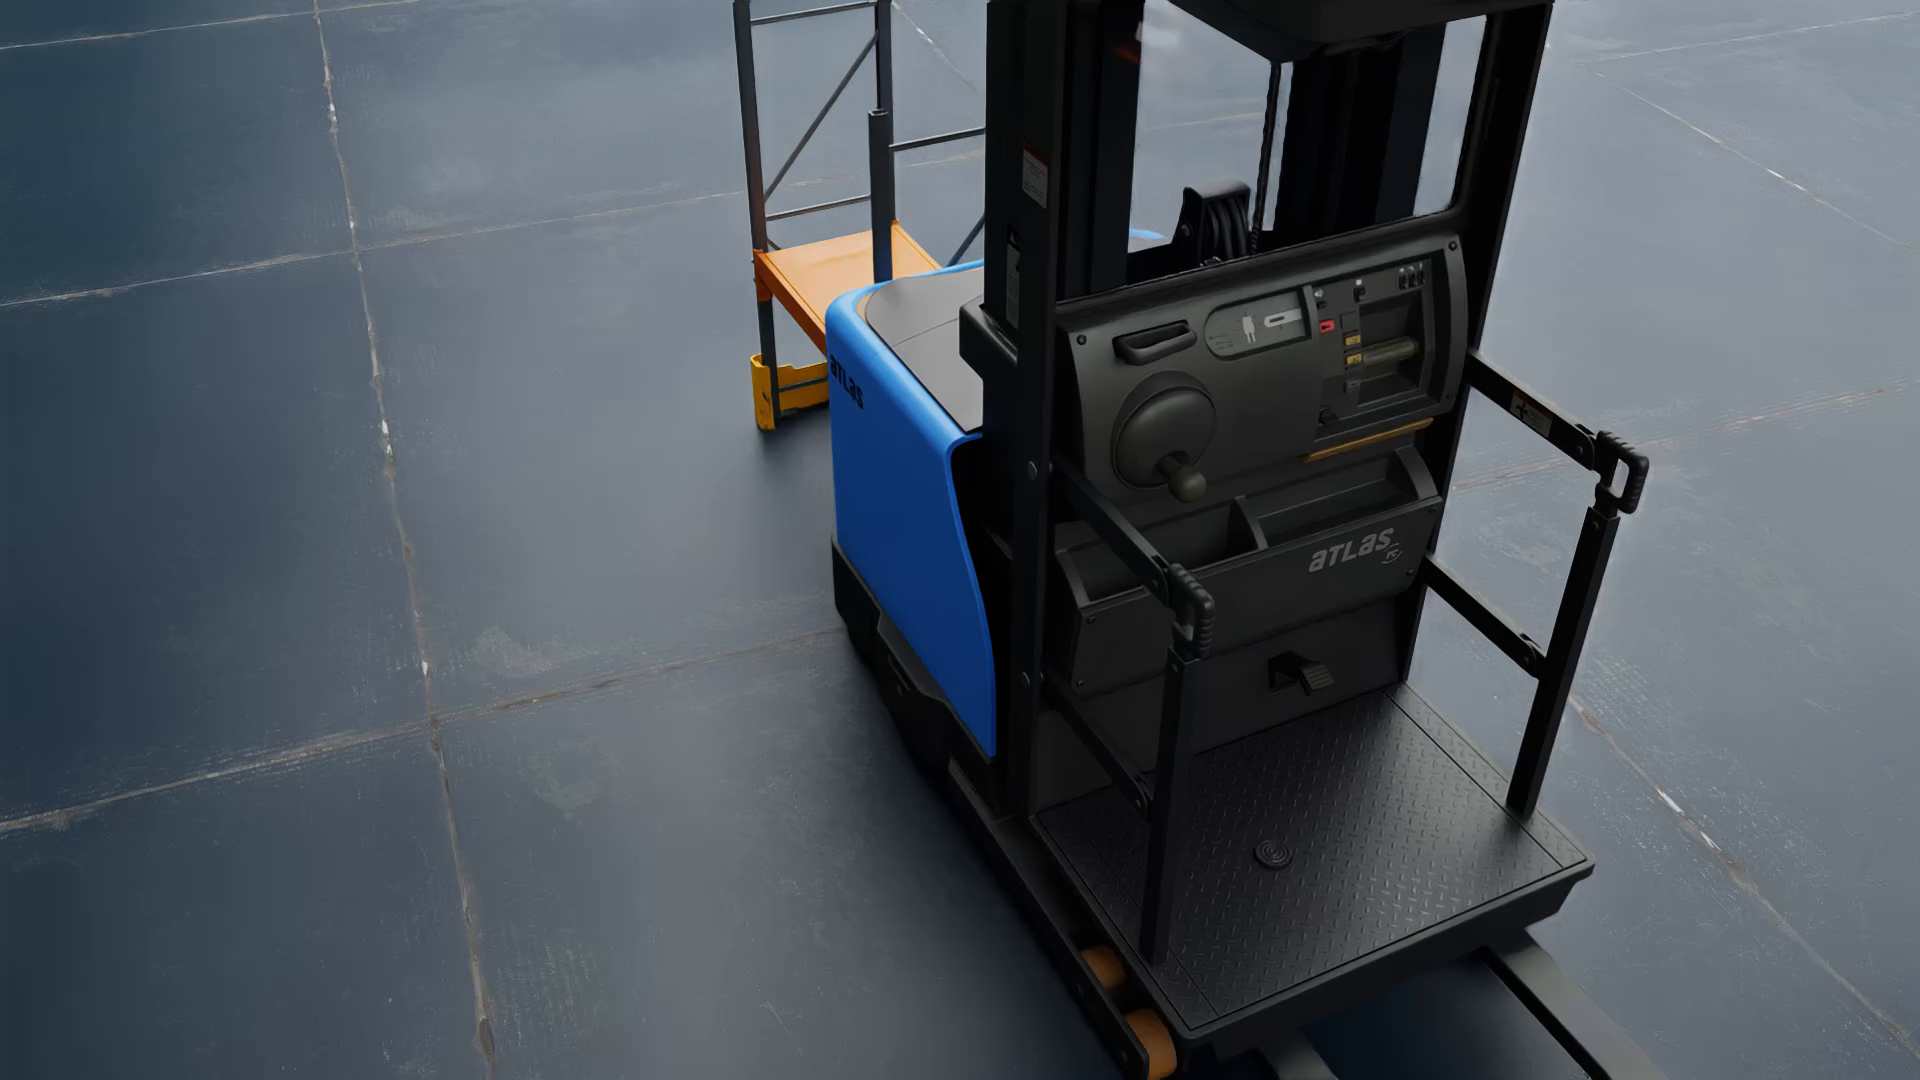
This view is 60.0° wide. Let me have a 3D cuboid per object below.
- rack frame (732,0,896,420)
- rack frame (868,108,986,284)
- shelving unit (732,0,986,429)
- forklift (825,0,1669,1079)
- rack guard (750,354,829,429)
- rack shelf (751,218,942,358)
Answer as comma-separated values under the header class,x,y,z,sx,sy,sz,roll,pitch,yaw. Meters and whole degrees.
class,x,y,z,sx,sy,sz,roll,pitch,yaw
rack frame,-0.446,-1.089,5.449,0.500,1.500,0.032,-16,40,-20
rack frame,-0.001,-0.539,4.719,0.500,1.500,0.032,-16,40,-20
shelving unit,-0.220,-0.809,5.078,0.587,1.500,1.083,-16,40,-20
forklift,0.731,-0.282,3.189,1.130,2.935,3.031,-16,40,-20
rack guard,-0.438,-0.579,5.811,0.587,0.250,0.087,-16,40,-20
rack shelf,-0.224,-0.670,5.192,0.538,0.185,1.000,-16,40,-20
